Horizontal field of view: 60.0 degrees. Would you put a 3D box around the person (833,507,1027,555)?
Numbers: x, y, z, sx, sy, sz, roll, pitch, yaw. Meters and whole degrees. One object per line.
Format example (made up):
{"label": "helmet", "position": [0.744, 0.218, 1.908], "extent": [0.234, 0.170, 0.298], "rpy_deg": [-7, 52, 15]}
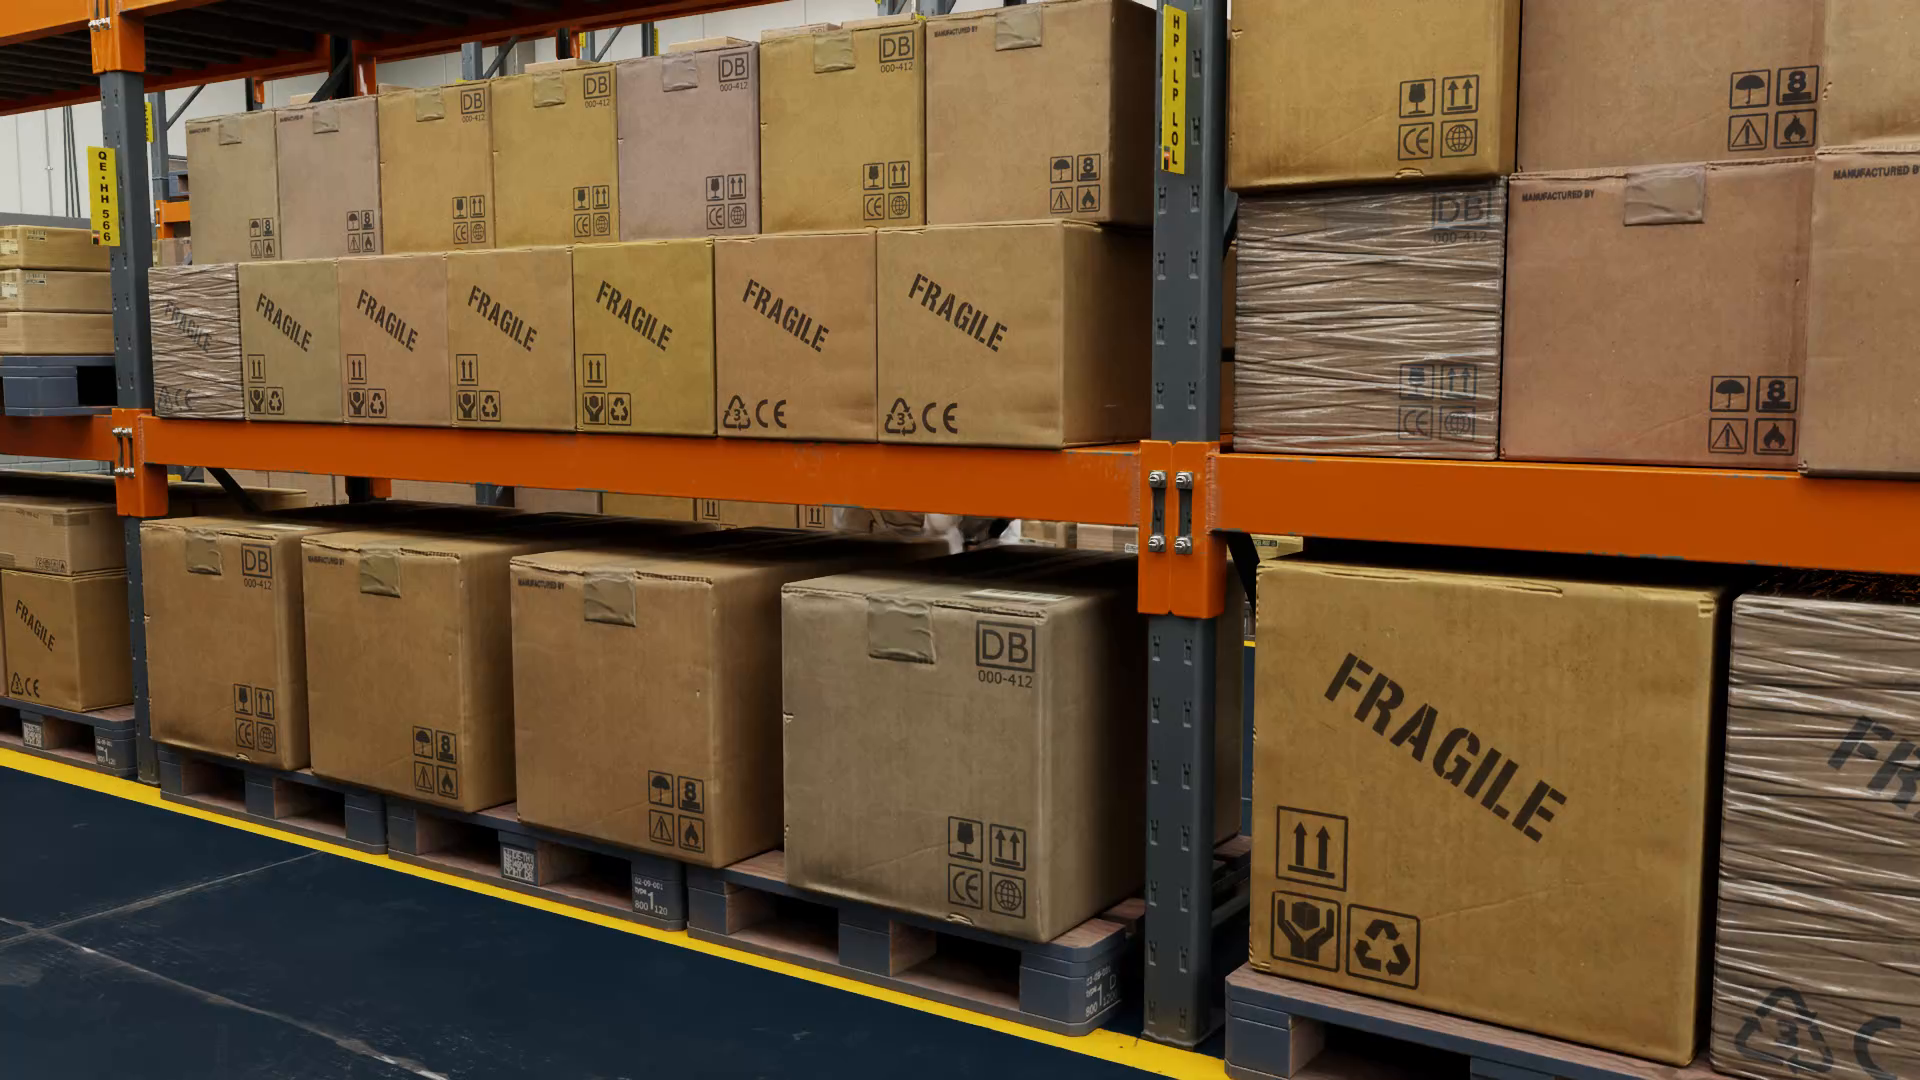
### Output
{"label": "person", "position": [-0.036, 0.225, 6.265], "extent": [1.038, 1.196, 0.490], "rpy_deg": [6, 9, 44]}
